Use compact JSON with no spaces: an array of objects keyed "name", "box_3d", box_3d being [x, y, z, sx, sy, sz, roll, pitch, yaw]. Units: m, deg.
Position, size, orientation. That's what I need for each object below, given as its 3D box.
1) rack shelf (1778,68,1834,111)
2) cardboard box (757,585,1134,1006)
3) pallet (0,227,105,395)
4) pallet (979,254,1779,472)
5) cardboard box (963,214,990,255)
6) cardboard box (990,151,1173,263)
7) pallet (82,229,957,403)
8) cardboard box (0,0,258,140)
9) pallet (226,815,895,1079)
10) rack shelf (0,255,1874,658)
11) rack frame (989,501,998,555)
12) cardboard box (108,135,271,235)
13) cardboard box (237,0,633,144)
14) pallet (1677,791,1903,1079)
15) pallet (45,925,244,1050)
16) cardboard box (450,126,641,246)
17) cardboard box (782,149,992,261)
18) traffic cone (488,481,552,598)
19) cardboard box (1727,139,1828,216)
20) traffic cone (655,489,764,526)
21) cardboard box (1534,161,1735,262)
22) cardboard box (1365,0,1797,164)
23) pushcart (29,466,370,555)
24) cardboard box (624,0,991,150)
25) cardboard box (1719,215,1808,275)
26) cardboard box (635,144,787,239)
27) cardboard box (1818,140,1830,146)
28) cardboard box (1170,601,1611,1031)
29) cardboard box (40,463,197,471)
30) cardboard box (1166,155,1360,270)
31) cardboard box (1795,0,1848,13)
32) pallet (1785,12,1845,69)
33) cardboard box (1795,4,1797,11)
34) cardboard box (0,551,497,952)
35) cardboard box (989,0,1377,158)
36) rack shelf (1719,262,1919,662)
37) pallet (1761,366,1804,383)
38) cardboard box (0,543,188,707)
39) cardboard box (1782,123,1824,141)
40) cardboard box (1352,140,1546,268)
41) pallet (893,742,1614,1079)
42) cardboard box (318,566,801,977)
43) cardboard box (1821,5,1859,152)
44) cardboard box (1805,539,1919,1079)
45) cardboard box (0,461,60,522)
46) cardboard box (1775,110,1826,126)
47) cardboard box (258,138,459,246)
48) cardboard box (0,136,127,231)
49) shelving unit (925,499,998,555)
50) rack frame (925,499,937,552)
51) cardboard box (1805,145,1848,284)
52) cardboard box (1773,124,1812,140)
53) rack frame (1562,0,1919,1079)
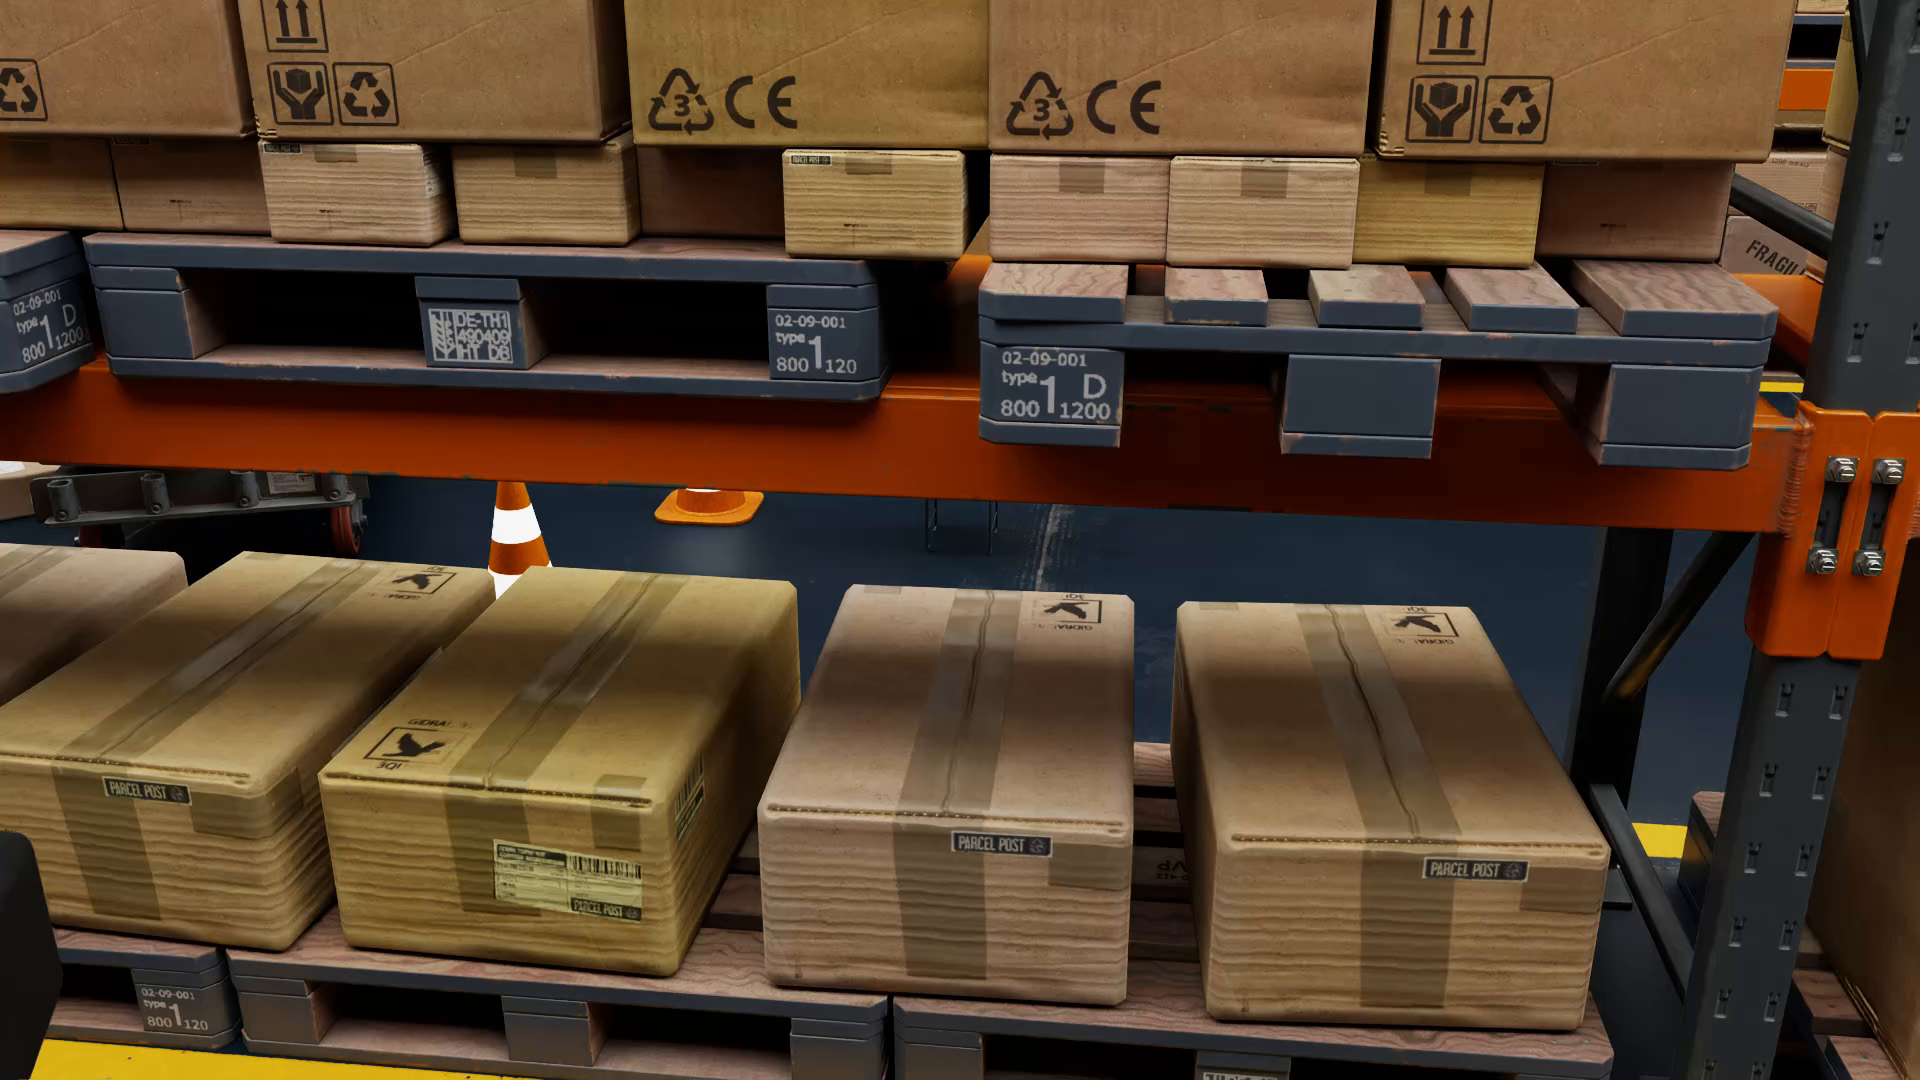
[{"name":"rack shelf","box_3d":[3.779,-1.912,7.176,4.000,0.370,1.077,2,22,6]},{"name":"cardboard box","box_3d":[0.017,0.448,3.230,0.625,0.372,0.950,2,22,5]},{"name":"pallet","box_3d":[-1.919,-0.520,2.935,1.213,0.211,1.003,2,22,6]},{"name":"pallet","box_3d":[0.591,-0.425,2.695,1.003,0.211,1.213,2,22,6]},{"name":"cardboard box","box_3d":[0.331,-1.578,7.841,0.750,0.750,1.050,3,22,7]},{"name":"cardboard box","box_3d":[0.179,-0.522,2.451,0.250,0.149,0.380,1,22,4]},{"name":"pallet","box_3d":[-0.660,-0.503,2.894,1.213,0.211,1.003,2,22,6]},{"name":"cardboard box","box_3d":[-1.242,-0.902,2.530,0.500,0.500,0.500,2,22,6]},{"name":"pallet","box_3d":[-0.673,0.687,3.416,1.213,0.211,1.003,2,22,6]},{"name":"rack shelf","box_3d":[-0.675,-0.274,3.031,4.000,0.370,1.077,2,22,6]},{"name":"rack frame","box_3d":[0.109,-0.414,5.262,0.006,0.900,0.240,2,22,6]},{"name":"cardboard box","box_3d":[-1.116,-0.598,2.643,0.250,0.149,0.380,3,22,7]},{"name":"cardboard box","box_3d":[-0.731,-0.884,2.484,0.500,0.500,0.500,2,22,4]},{"name":"pallet","box_3d":[2.085,0.836,3.037,1.213,0.211,1.003,2,22,6]},{"name":"pallet","box_3d":[-1.888,0.635,3.547,1.213,0.211,1.003,2,22,6]},{"name":"cardboard box","box_3d":[-0.590,-0.567,2.564,0.250,0.149,0.380,2,22,5]},{"name":"cardboard box","box_3d":[-0.096,-0.529,2.469,0.250,0.149,0.380,3,22,7]},{"name":"traffic cone","box_3d":[-1.265,0.027,4.741,0.334,0.463,0.336,2,22,6]},{"name":"cardboard box","box_3d":[3.443,-1.549,7.087,0.500,0.250,0.500,3,22,7]},{"name":"traffic cone","box_3d":[-0.859,-0.325,5.633,0.334,0.463,0.336,2,22,6]},{"name":"cardboard box","box_3d":[0.958,-0.529,2.468,0.250,0.149,0.380,3,22,8]},{"name":"cardboard box","box_3d":[0.827,-0.820,2.323,0.500,0.500,0.500,2,22,5]},{"name":"pushcart","box_3d":[-2.442,-0.310,5.711,0.936,0.377,1.648,-5,22,-12]},{"name":"cardboard box","box_3d":[-0.189,-0.860,2.423,0.500,0.500,0.500,1,22,3]},{"name":"cardboard box","box_3d":[3.476,-1.202,7.228,0.500,0.500,0.500,2,22,5]},{"name":"cardboard box","box_3d":[-0.331,-0.586,2.612,0.250,0.149,0.380,3,22,7]},{"name":"cardboard box","box_3d":[3.961,-1.527,7.031,0.500,0.250,0.500,2,22,4]},{"name":"cardboard box","box_3d":[0.751,0.477,3.157,0.625,0.372,0.950,1,22,3]},{"name":"cardboard box","box_3d":[-2.481,-0.536,5.085,0.500,0.500,0.500,2,22,6]},{"name":"cardboard box","box_3d":[0.428,-0.508,2.416,0.250,0.149,0.380,2,22,6]},{"name":"cardboard box","box_3d":[3.531,-2.262,6.853,0.250,0.149,0.380,3,22,7]},{"name":"pallet","box_3d":[3.764,-2.174,7.119,1.213,0.211,1.003,2,22,6]},{"name":"cardboard box","box_3d":[3.281,-2.274,6.883,0.250,0.149,0.380,3,22,8]},{"name":"cardboard box","box_3d":[-1.426,0.383,3.393,0.625,0.372,0.950,4,22,10]},{"name":"cardboard box","box_3d":[0.312,-0.839,2.369,0.500,0.500,0.500,2,22,5]},{"name":"rack shelf","box_3d":[3.297,-0.101,2.594,4.000,0.370,1.077,2,22,6]},{"name":"pallet","box_3d":[3.777,-0.949,7.553,1.213,0.211,1.003,2,22,6]},{"name":"cardboard box","box_3d":[-2.140,0.354,3.469,0.625,0.372,0.950,3,22,7]},{"name":"cardboard box","box_3d":[4.028,-1.716,7.510,0.500,0.250,0.500,3,22,8]},{"name":"cardboard box","box_3d":[0.683,-0.514,2.430,0.250,0.149,0.380,3,22,7]},{"name":"pallet","box_3d":[0.535,0.740,3.280,1.213,0.211,1.003,2,22,6]},{"name":"cardboard box","box_3d":[-0.735,0.413,3.319,0.625,0.372,0.950,3,22,8]},{"name":"cardboard box","box_3d":[1.822,-0.756,2.797,0.500,0.250,0.500,2,22,6]},{"name":"cardboard box","box_3d":[1.987,0.331,2.841,0.875,0.875,0.875,2,22,6]},{"name":"cardboard box","box_3d":[-3.218,-0.242,5.692,0.396,0.266,0.258,-14,25,-31]},{"name":"cardboard box","box_3d":[5.812,-3.195,11.759,0.875,0.875,1.225,3,22,6]},{"name":"cardboard box","box_3d":[-0.858,-0.568,2.566,0.250,0.149,0.380,3,22,8]},{"name":"cardboard box","box_3d":[-1.362,-0.609,2.672,0.250,0.149,0.380,3,22,7]},{"name":"shelving unit","box_3d":[0.008,-0.418,5.273,0.210,0.900,0.258,2,22,6]},{"name":"rack frame","box_3d":[-0.093,-0.423,5.285,0.006,0.900,0.240,2,22,6]},{"name":"cardboard box","box_3d":[1.844,-0.525,2.892,0.500,0.250,0.500,2,22,4]},{"name":"cardboard box","box_3d":[3.509,-1.736,7.559,0.500,0.250,0.500,3,22,8]},{"name":"rack frame","box_3d":[1.311,-0.522,2.680,0.127,3.000,1.000,2,22,6]}]
